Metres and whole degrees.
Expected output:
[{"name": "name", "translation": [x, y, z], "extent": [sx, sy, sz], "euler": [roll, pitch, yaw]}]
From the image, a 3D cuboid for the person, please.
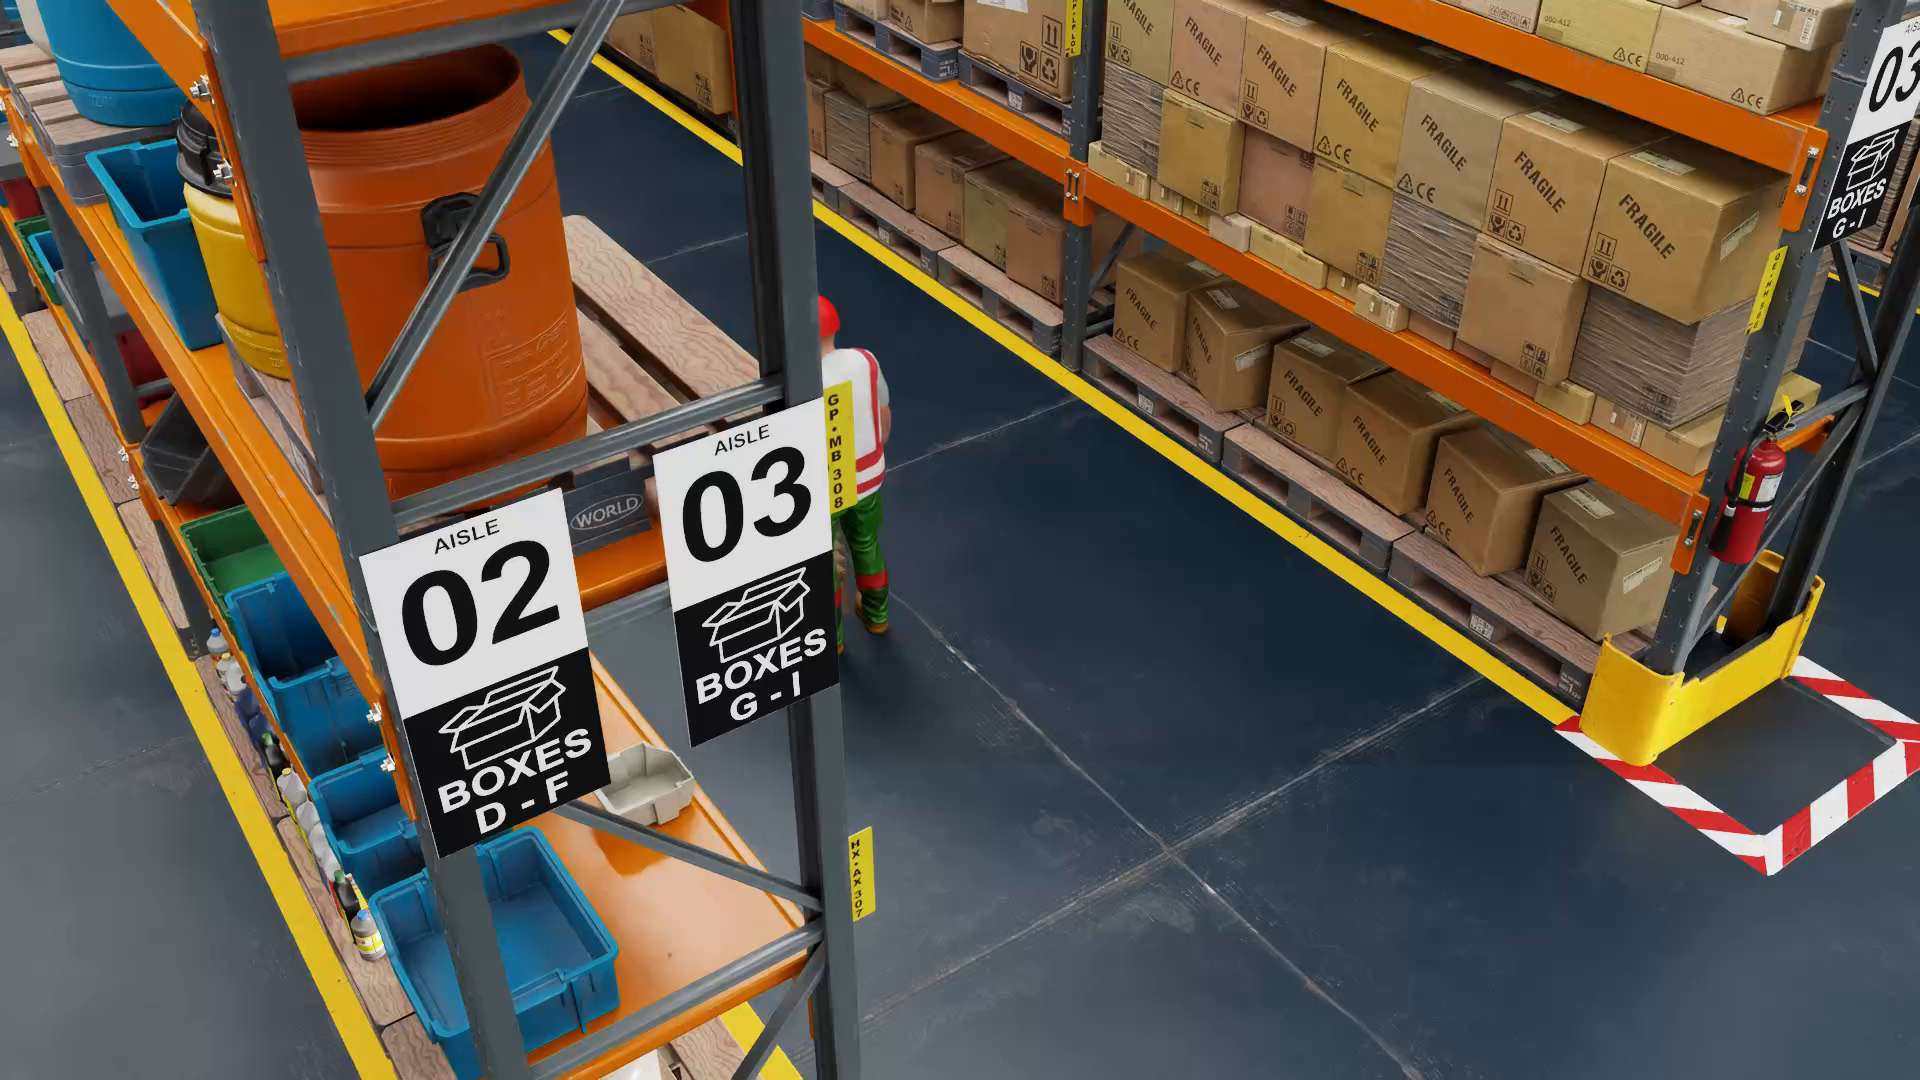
[{"name": "person", "translation": [-0.559, -0.271, 7.362], "extent": [0.579, 1.780, 0.441], "euler": [-24, 42, -29]}]
